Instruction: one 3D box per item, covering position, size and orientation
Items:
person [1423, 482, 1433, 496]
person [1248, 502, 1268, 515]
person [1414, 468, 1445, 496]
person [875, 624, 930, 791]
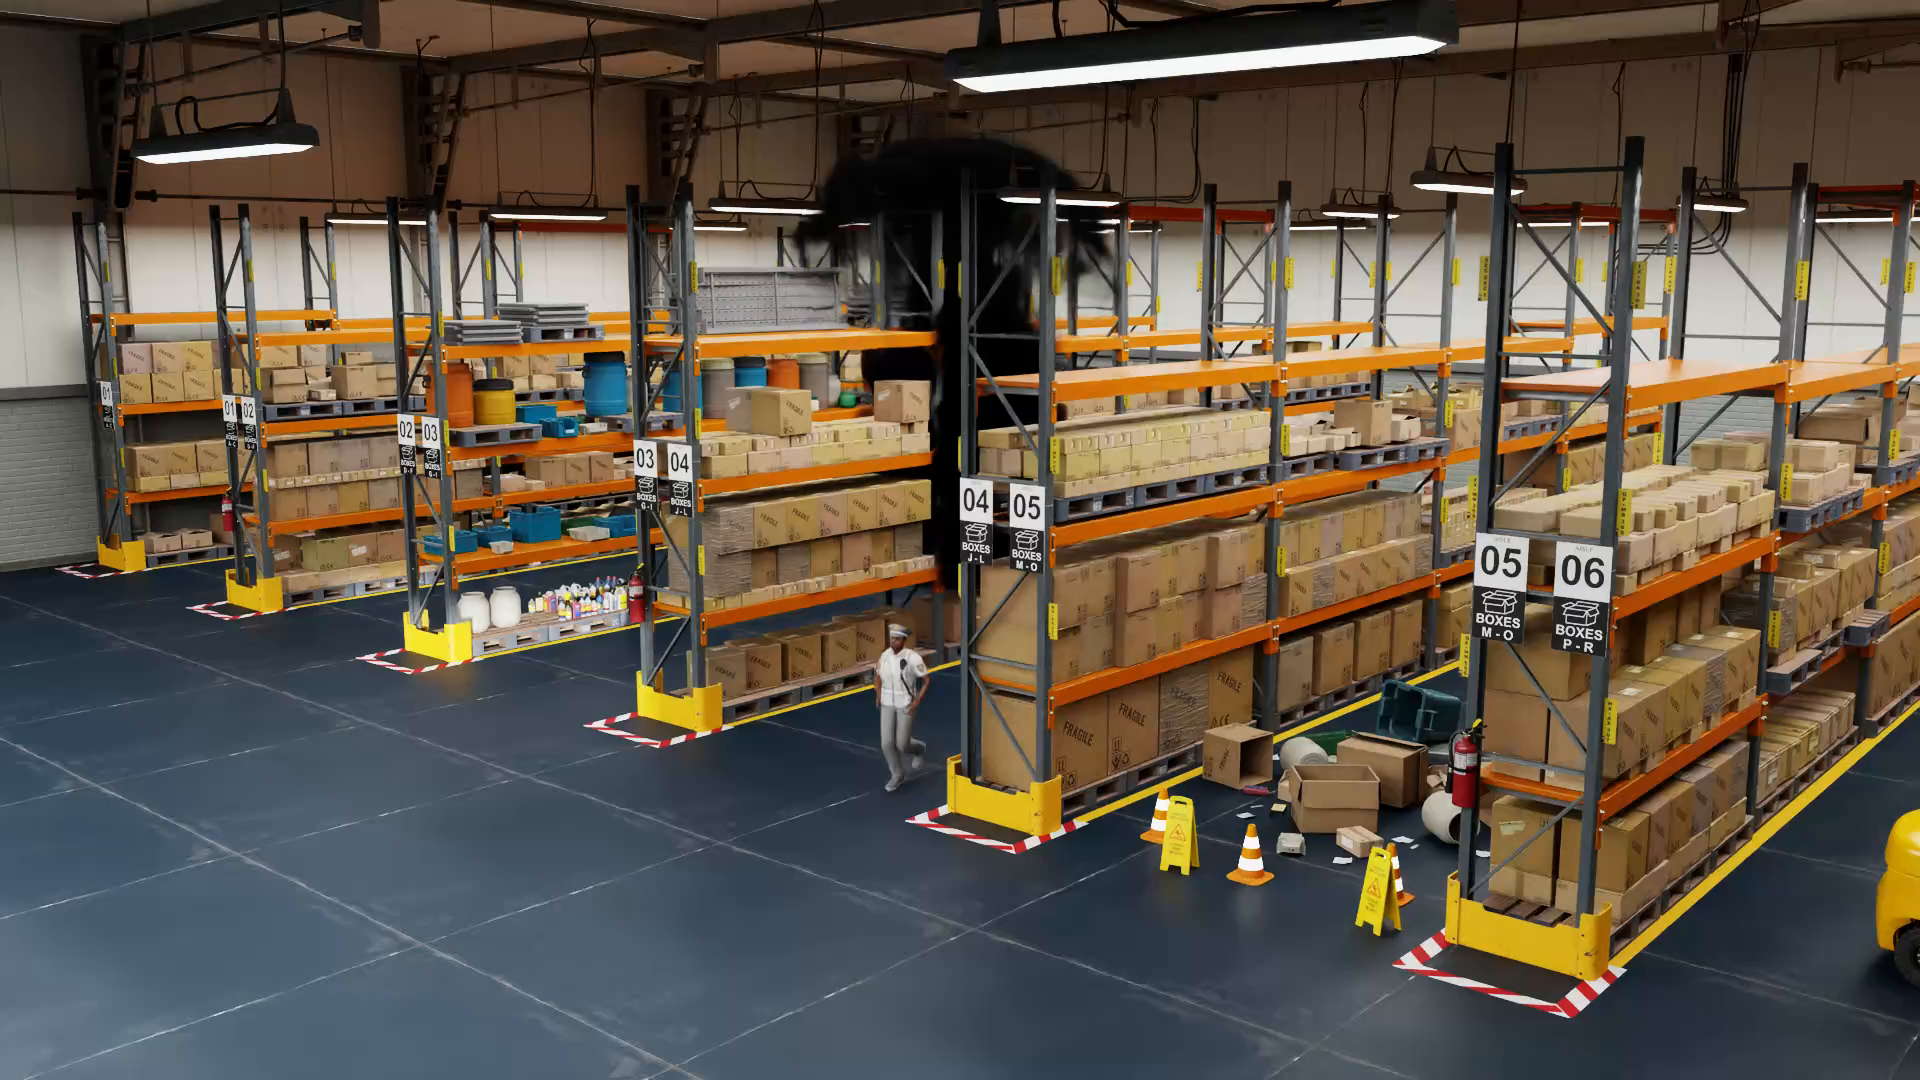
[{"bbox_3d":[7.366,-0.006,25.968,0.731,1.836,0.988,9,13,44],"label":"person"},{"bbox_3d":[4.458,0.203,24.771,0.644,1.852,0.739,8,12,39],"label":"person"},{"bbox_3d":[8.275,-0.498,29.304,0.626,1.670,0.762,8,12,40],"label":"person"},{"bbox_3d":[-0.571,1.624,16.569,0.598,1.657,0.595,4,10,24],"label":"person"}]
